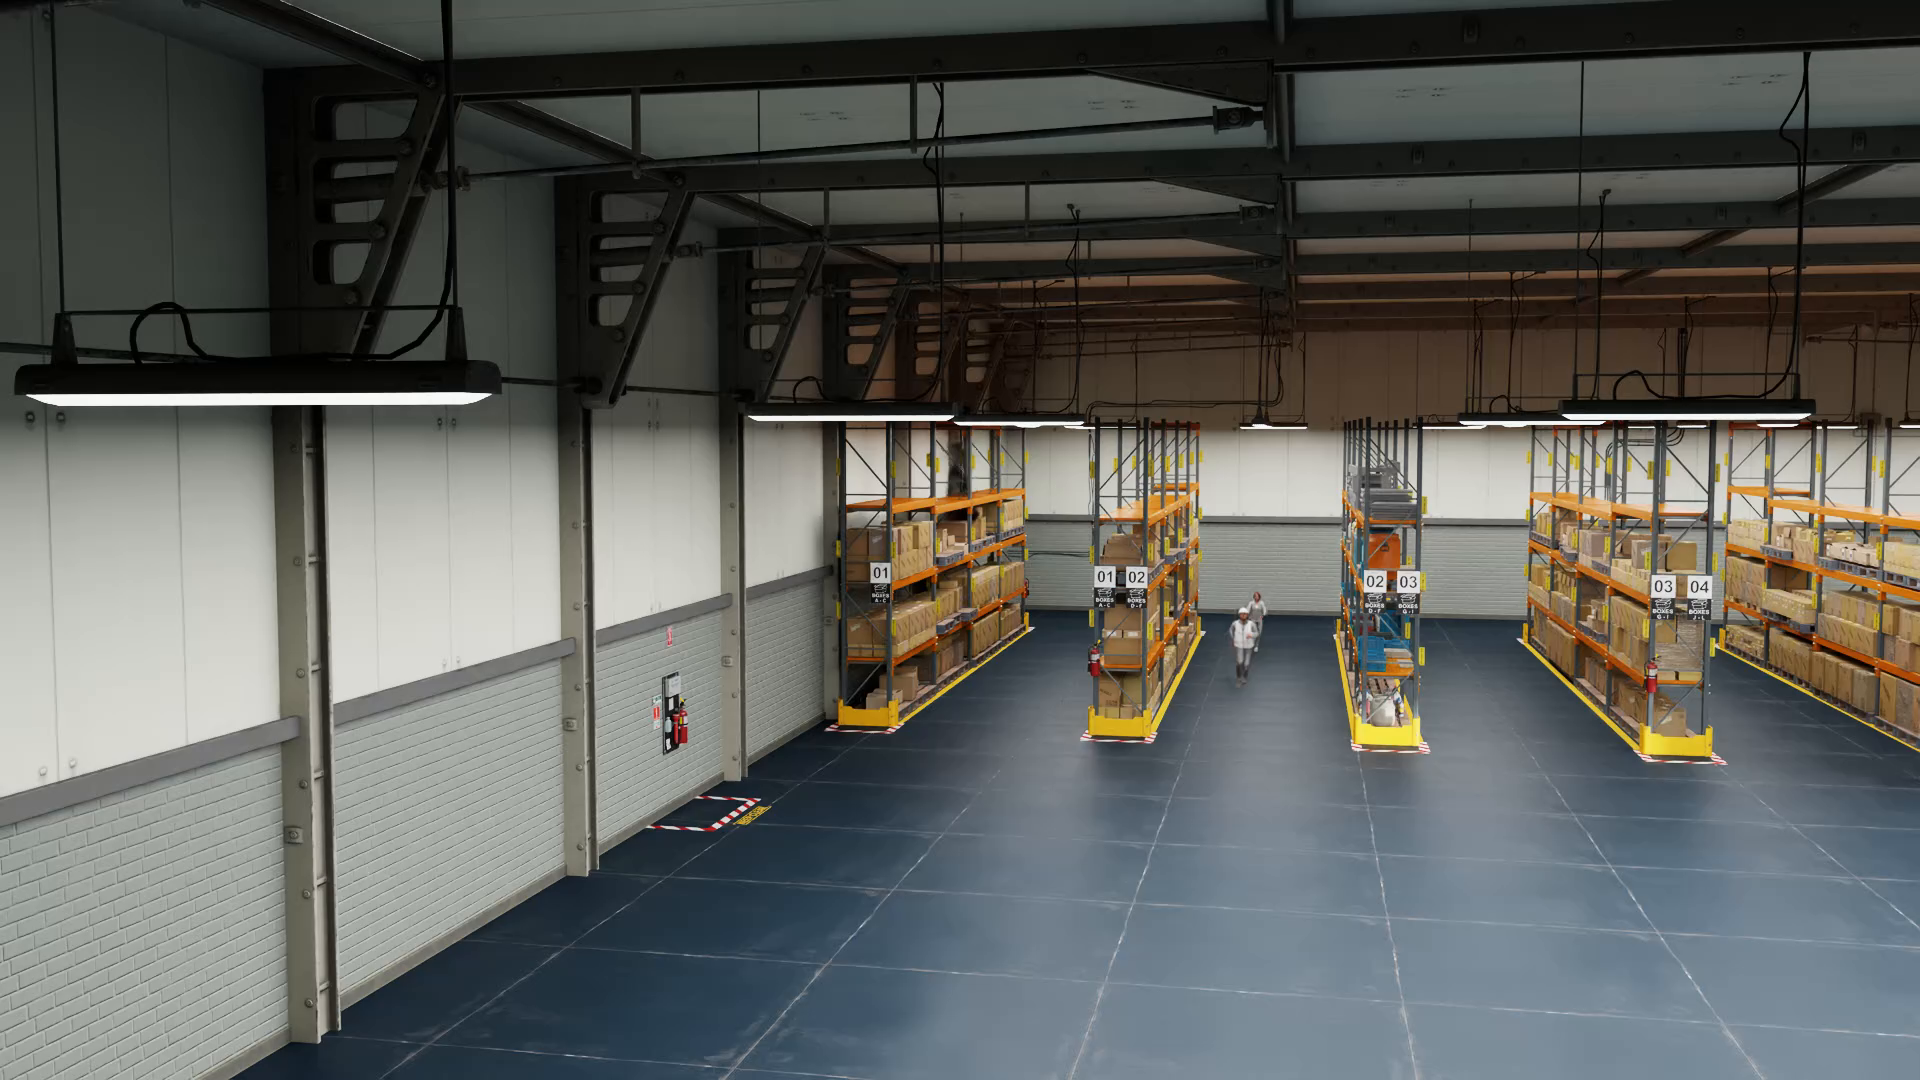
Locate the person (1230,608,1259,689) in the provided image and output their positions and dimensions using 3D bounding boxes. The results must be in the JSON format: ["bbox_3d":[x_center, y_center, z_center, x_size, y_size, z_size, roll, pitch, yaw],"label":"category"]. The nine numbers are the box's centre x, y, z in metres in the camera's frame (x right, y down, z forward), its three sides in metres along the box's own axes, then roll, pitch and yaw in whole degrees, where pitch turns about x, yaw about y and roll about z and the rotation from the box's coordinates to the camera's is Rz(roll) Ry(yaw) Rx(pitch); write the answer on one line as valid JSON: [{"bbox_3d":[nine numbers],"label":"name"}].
[{"bbox_3d":[6.381,2.423,37.340,0.638,1.820,0.747,0,4,7],"label":"person"}]

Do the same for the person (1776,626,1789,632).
[{"bbox_3d":[21.846,1.953,44.652,0.757,1.780,0.859,-3,5,-40],"label":"person"}]

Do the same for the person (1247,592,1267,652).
[{"bbox_3d":[7.728,2.142,43.370,0.533,1.541,0.543,0,4,6],"label":"person"}]
